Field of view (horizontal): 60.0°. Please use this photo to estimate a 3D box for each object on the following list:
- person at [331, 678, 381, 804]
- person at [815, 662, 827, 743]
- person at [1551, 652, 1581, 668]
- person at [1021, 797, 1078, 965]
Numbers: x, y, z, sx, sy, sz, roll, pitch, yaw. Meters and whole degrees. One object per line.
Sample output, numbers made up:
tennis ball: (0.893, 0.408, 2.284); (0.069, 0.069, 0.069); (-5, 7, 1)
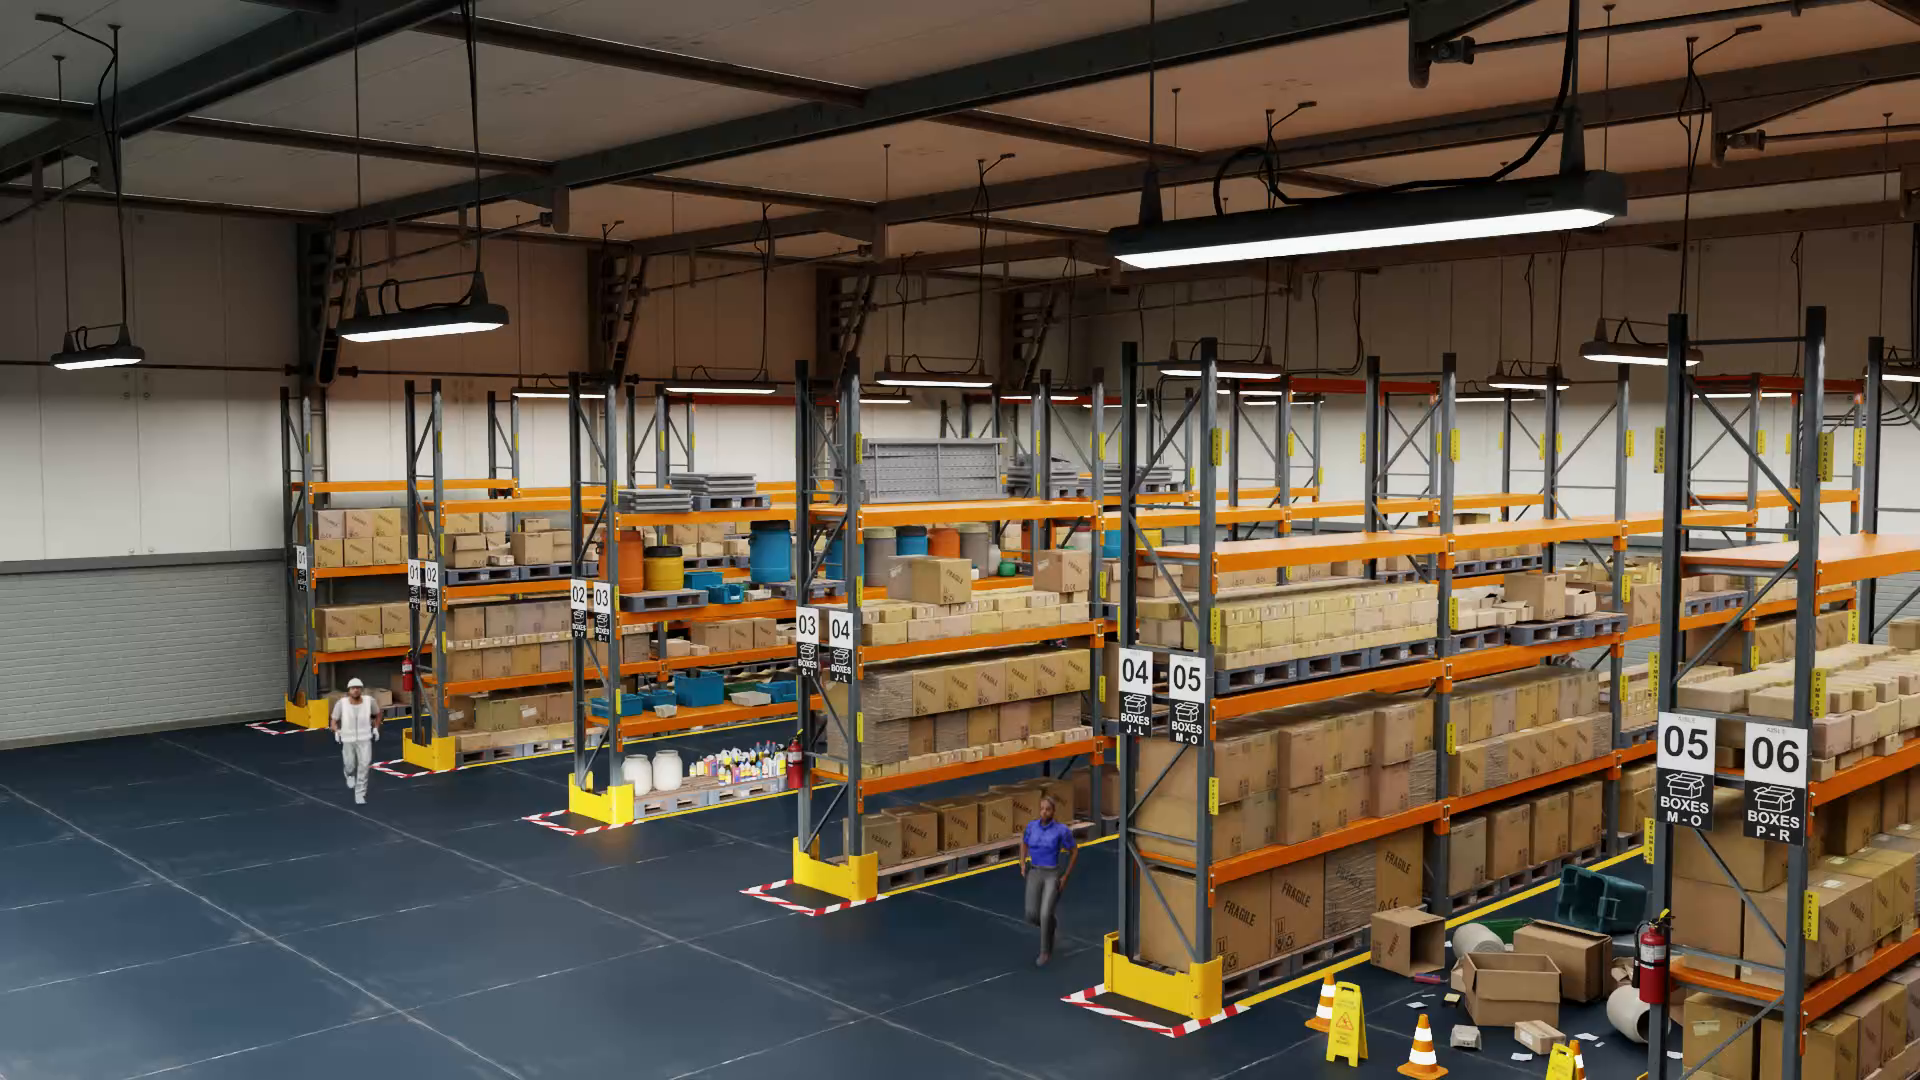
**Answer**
person: (-8.501, 2.802, 23.435); (0.679, 1.745, 0.789); (-2, 4, -23)
person: (-2.415, 2.526, 27.576); (0.748, 1.731, 0.703); (-4, 5, -44)
person: (9.927, 2.559, 27.448); (0.653, 1.743, 0.683); (3, 5, 41)
person: (0.860, 3.327, 16.364); (0.609, 1.633, 0.523); (2, 4, 28)
